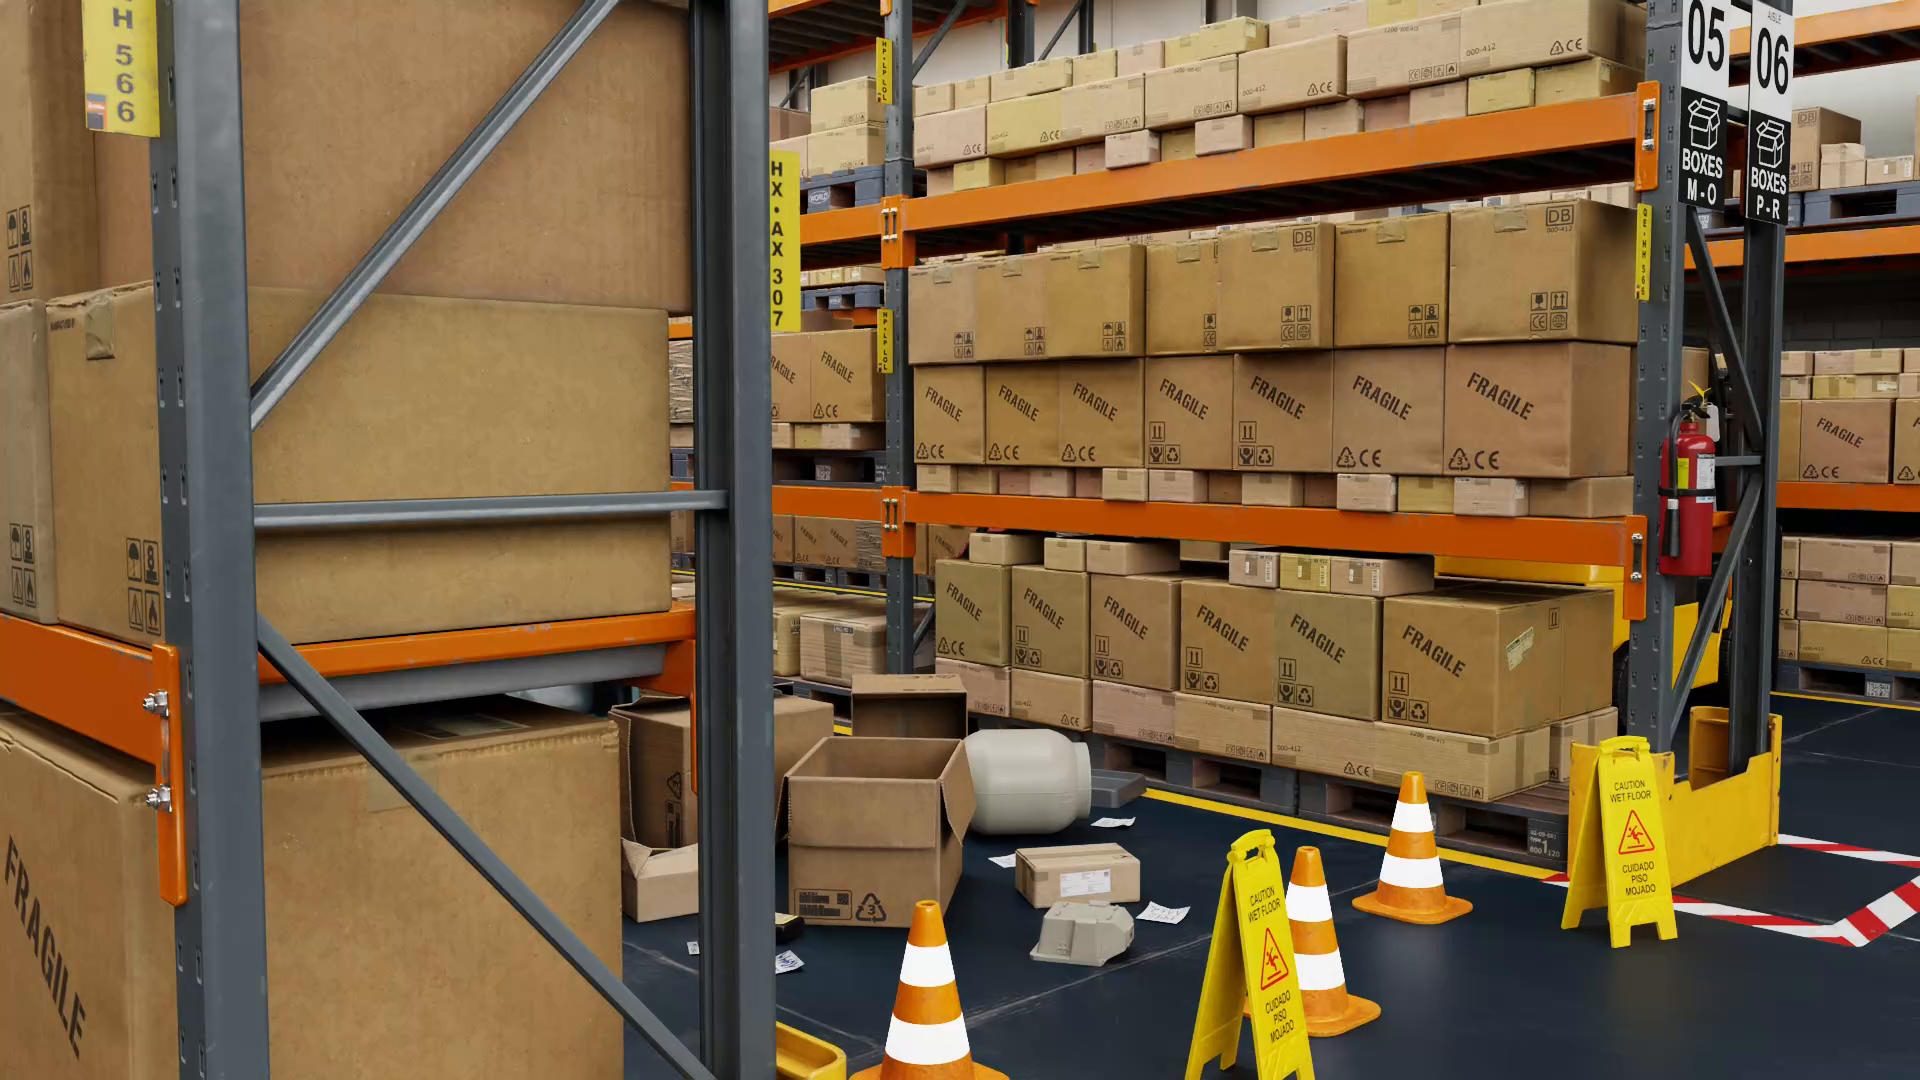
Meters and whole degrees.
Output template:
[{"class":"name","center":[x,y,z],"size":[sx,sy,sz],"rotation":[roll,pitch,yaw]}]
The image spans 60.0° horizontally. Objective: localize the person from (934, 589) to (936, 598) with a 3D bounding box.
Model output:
[{"class":"person","center":[0.251,0.400,11.312],"size":[0.571,0.948,0.886],"rotation":[-4,5,-44]}]
